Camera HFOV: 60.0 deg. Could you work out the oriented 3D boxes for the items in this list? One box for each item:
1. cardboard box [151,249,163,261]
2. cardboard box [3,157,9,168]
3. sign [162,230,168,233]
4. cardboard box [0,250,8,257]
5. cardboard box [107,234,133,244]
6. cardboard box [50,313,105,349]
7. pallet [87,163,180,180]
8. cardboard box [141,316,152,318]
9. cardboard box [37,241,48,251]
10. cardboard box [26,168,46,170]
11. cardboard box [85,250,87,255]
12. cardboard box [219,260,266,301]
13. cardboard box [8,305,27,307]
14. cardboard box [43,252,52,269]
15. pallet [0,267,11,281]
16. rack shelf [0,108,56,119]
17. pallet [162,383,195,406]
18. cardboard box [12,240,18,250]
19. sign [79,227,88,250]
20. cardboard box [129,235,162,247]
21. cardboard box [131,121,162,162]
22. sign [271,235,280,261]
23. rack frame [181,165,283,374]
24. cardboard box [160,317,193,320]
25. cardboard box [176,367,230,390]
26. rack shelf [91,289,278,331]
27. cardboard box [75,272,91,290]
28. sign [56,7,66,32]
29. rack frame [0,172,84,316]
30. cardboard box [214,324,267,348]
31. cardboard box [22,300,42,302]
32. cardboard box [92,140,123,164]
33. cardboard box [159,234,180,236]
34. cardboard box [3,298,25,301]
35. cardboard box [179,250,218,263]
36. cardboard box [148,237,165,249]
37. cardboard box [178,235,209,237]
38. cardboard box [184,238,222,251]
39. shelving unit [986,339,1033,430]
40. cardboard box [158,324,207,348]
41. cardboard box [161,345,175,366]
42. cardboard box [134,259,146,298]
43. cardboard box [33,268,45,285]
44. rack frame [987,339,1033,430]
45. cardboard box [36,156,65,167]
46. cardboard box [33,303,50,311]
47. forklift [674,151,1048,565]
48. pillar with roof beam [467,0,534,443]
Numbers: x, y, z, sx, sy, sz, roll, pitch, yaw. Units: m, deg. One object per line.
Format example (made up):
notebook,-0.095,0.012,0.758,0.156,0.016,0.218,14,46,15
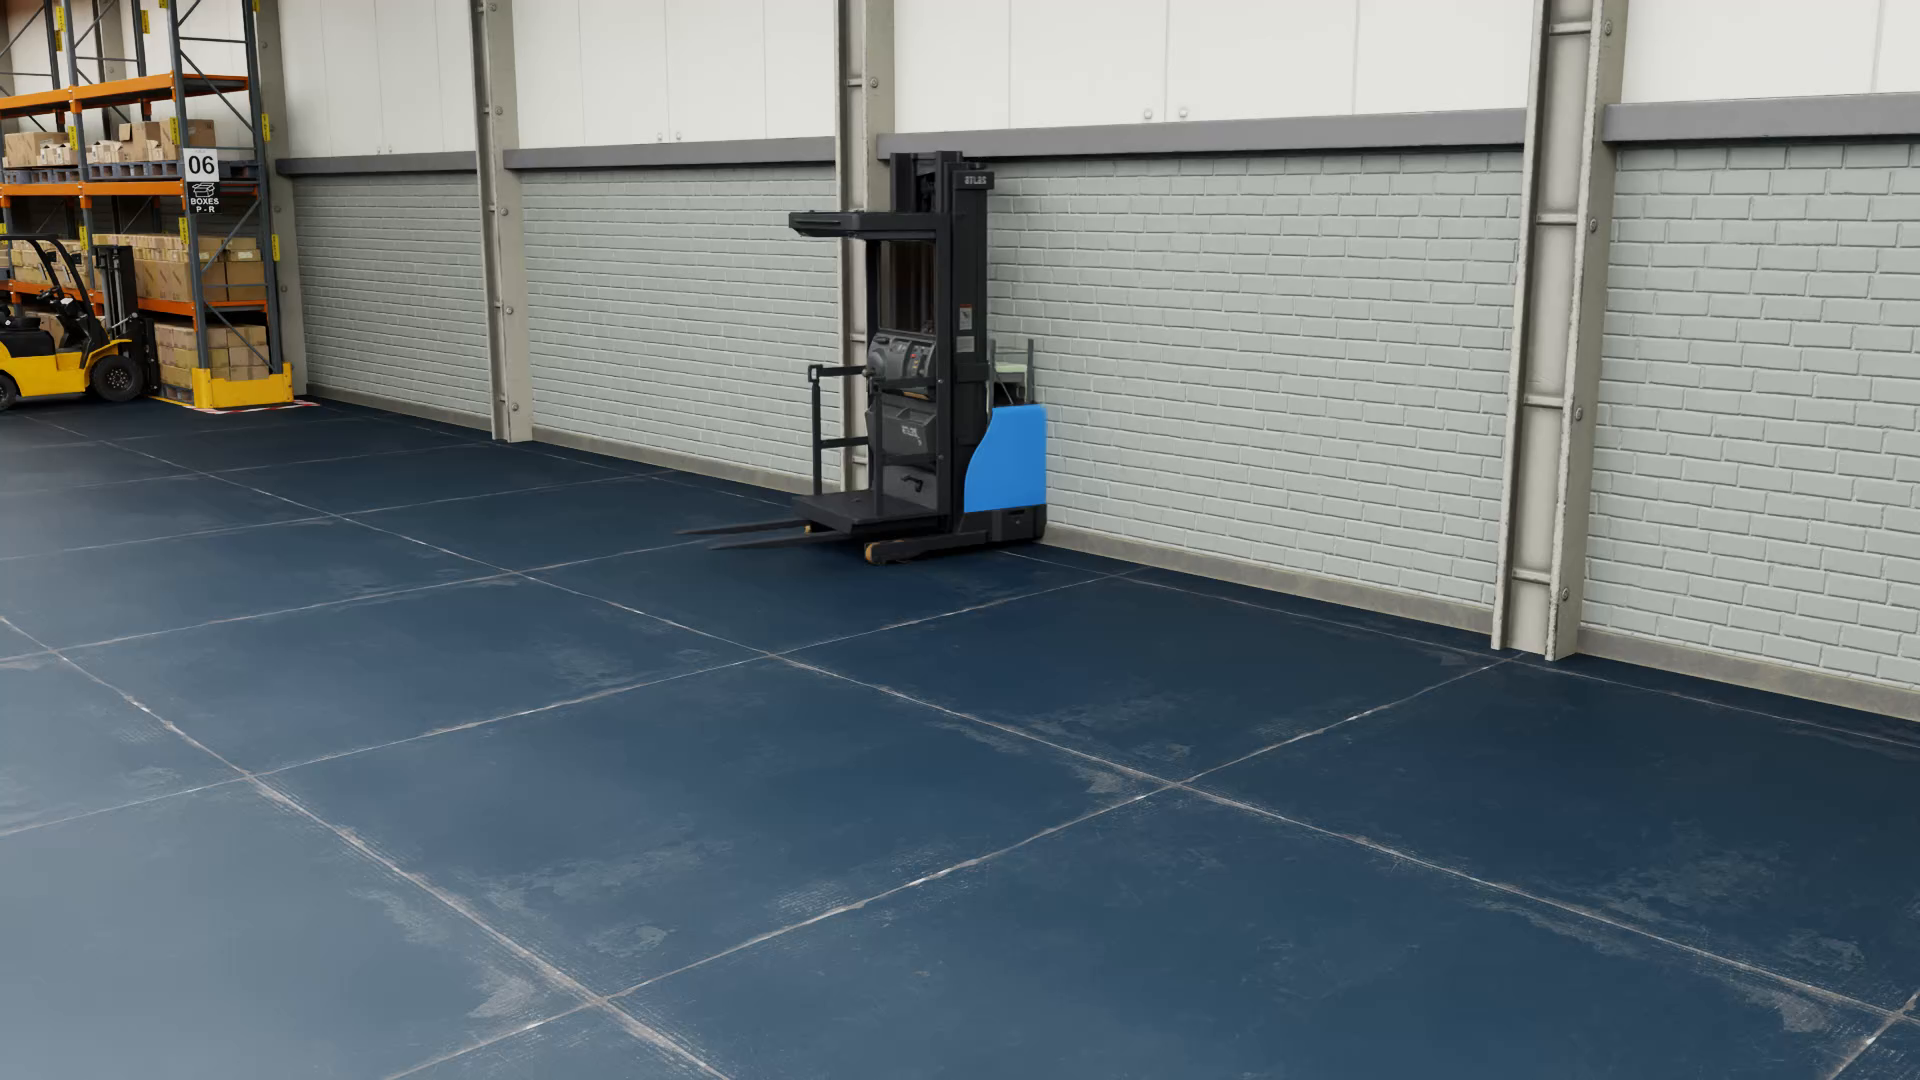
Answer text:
cardboard box,-10.379,-3.752,21.835,0.250,0.149,0.380,11,16,43
cardboard box,-14.726,-5.908,26.011,0.380,0.166,0.250,-11,16,-43
sign,-11.584,-4.348,24.242,0.100,0.325,0.005,-11,16,-43
cardboard box,-15.710,-4.633,27.296,0.500,0.250,0.500,11,16,42
cardboard box,-11.720,-4.209,23.317,0.380,0.149,0.250,-11,16,-42
cardboard box,-13.404,-3.149,25.607,0.625,0.625,0.875,11,16,43
pallet,-11.377,-5.113,23.081,1.003,0.211,1.213,-11,16,-43
cardboard box,-11.532,-2.966,23.172,0.500,0.250,0.500,-11,16,-42
cardboard box,-13.841,-4.484,25.387,0.380,0.149,0.250,-10,16,-41
cardboard box,-14.987,-6.108,27.076,0.380,0.149,0.250,-11,16,-43
cardboard box,-12.381,-4.194,23.978,0.380,0.149,0.250,-10,15,-41
cardboard box,-9.364,-3.384,21.656,0.500,0.500,0.500,-10,15,-41
cardboard box,-15.482,-3.763,27.290,0.250,0.149,0.380,11,16,42
cardboard box,-13.553,-4.241,25.197,0.500,0.250,0.500,-11,16,-42
pallet,-15.266,-4.387,27.247,1.213,0.211,1.003,-11,16,-43
rack shelf,-16.128,-7.074,27.719,1.077,0.370,4.000,-11,16,-43
pallet,-9.781,-1.964,21.923,1.003,0.211,1.213,-11,16,-43
cardboard box,-14.740,-4.671,26.294,0.380,0.149,0.250,-10,15,-41
sign,-12.370,-4.259,23.479,0.100,0.325,0.005,-11,16,-43
cardboard box,-11.032,-4.056,22.570,0.380,0.149,0.250,-11,16,-43
cardboard box,-10.339,-5.191,21.704,0.700,0.500,0.500,-11,16,-42
sign,-8.817,-3.764,21.404,0.100,0.325,0.005,-11,16,-43
rack frame,-9.222,-3.224,21.128,1.000,3.000,0.127,-11,16,-43
cardboard box,-10.805,-2.964,23.162,0.500,0.250,0.500,-11,16,-42
cardboard box,-9.775,-2.108,21.482,0.500,0.250,0.500,-11,16,-42
rack shelf,-10.604,-3.164,22.617,1.077,0.370,4.000,-11,16,-43
cardboard box,-12.522,-3.772,24.156,0.500,0.250,0.500,-10,16,-41
sign,-12.369,-7.165,22.878,0.100,0.325,0.005,-11,16,-43
rack frame,-14.747,-4.392,26.795,1.000,3.000,0.127,-11,16,-43
cardboard box,-9.417,-2.669,21.730,0.500,0.250,0.500,-11,16,-43
cardboard box,-15.969,-4.037,28.619,0.250,0.149,0.380,11,16,43
cardboard box,-11.587,-5.333,22.861,0.500,0.311,0.500,-10,16,-41
cardboard box,-10.992,-4.209,23.315,0.380,0.149,0.250,-11,16,-44
cardboard box,-16.687,-4.189,29.358,0.380,0.149,0.250,-11,16,-42
cardboard box,-9.664,-3.603,21.108,0.380,0.149,0.250,-11,16,-42
cardboard box,-10.394,-3.895,21.790,0.380,0.149,0.250,-10,16,-41
cardboard box,-10.347,-4.045,22.520,0.380,0.149,0.250,-11,16,-42
cardboard box,-9.622,-3.760,21.133,0.380,0.149,0.250,-11,16,-42
shelving unit,0.141,-0.813,12.790,0.431,1.500,0.755,-6,12,-37
cardboard box,-10.123,-2.670,21.735,0.500,0.250,0.500,-11,16,-42
cardboard box,-10.123,-2.430,21.808,0.500,0.250,0.500,-11,16,-43
cardboard box,-10.813,-3.532,22.374,0.500,0.500,0.500,-11,16,-42
cardboard box,-13.913,-4.071,25.611,0.500,0.250,0.500,11,16,43
rack frame,0.364,-0.757,12.505,0.400,1.500,0.023,-6,12,-37
cardboard box,-13.496,-5.640,24.751,0.380,0.149,0.250,-11,16,-43
cardboard box,-15.276,-3.878,27.848,0.380,0.149,0.250,-11,16,-42
forklift,-0.614,-1.373,12.311,3.031,2.935,1.130,-7,14,-30
pillar with roof beam,-8.021,-4.914,14.463,9.100,9.000,0.400,-11,16,-43
